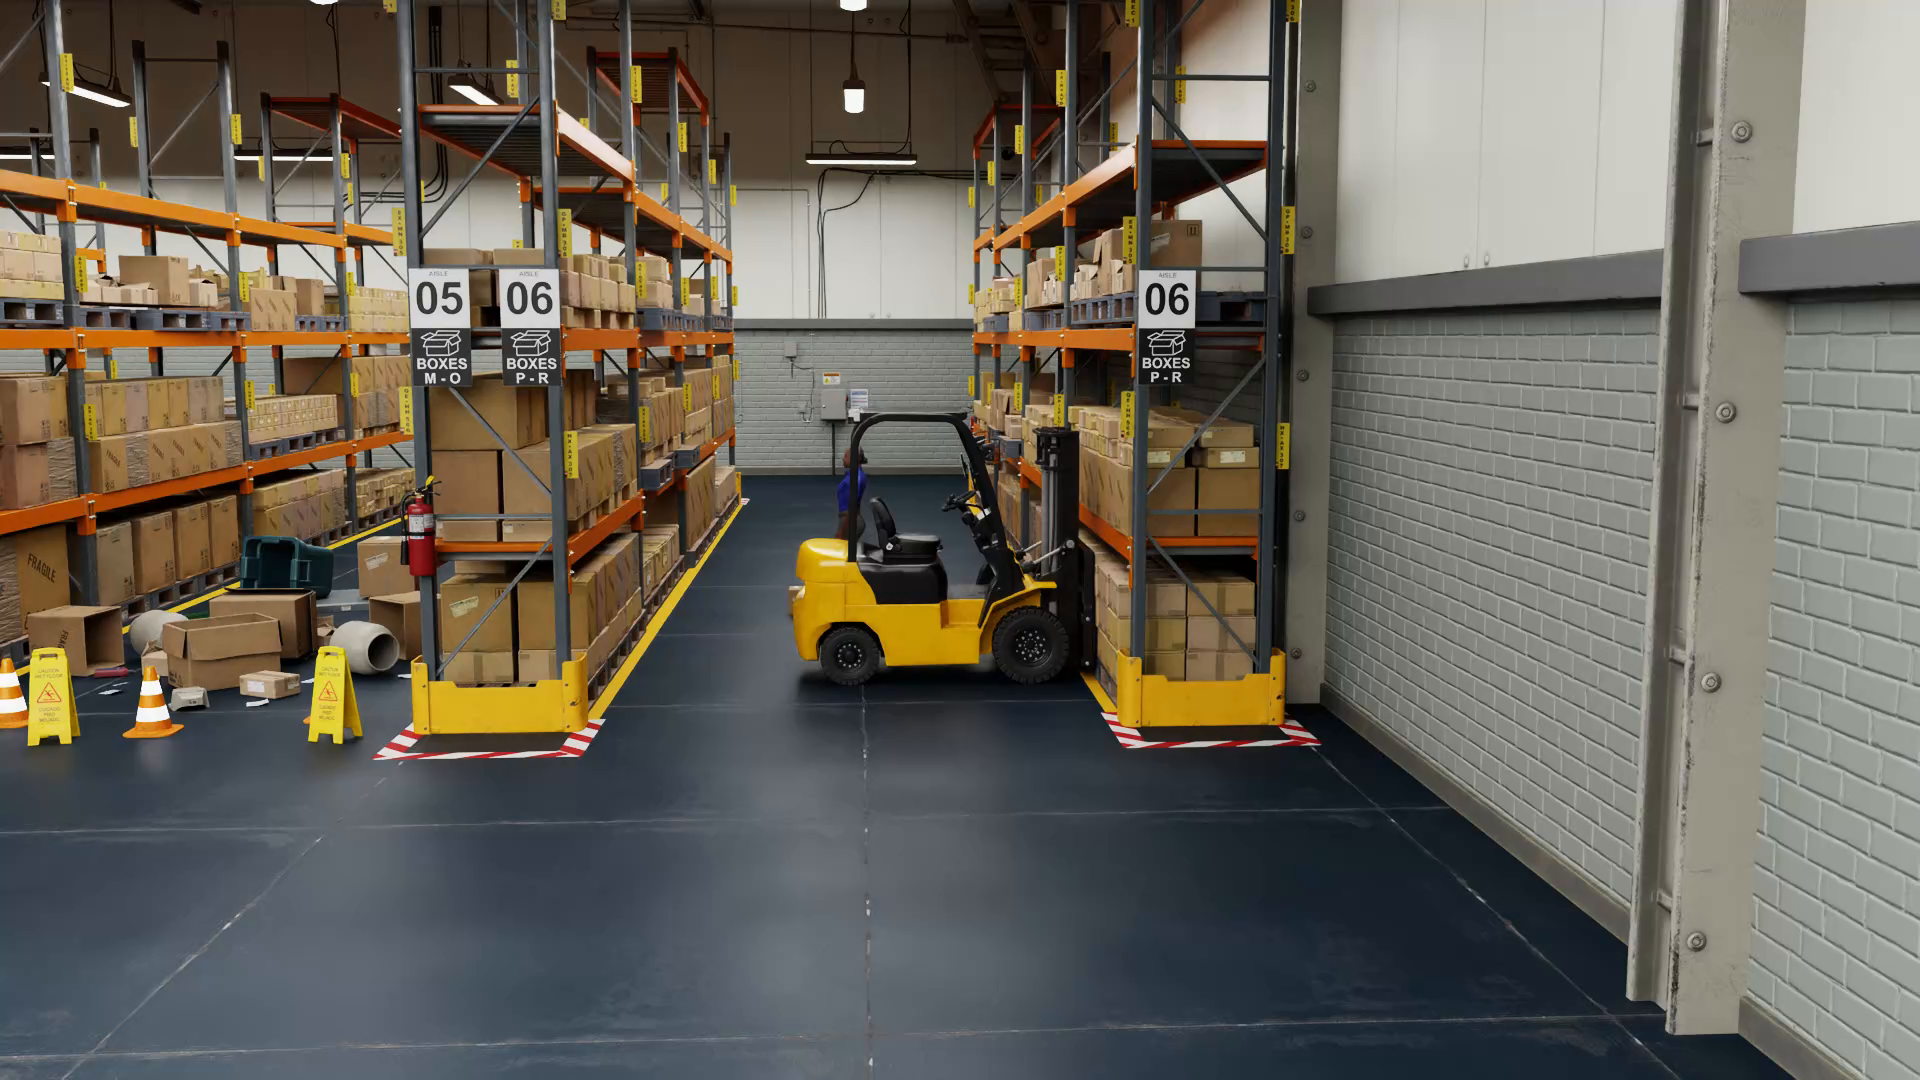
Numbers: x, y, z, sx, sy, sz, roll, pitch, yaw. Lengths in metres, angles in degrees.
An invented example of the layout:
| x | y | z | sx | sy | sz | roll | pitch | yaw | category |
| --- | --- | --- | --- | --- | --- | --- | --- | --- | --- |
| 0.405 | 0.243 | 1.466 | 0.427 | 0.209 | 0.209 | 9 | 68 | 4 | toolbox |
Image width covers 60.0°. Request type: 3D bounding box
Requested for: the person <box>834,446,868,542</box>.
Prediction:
| x | y | z | sx | sy | sz | roll | pitch | yaw | category |
| --- | --- | --- | --- | --- | --- | --- | --- | --- | --- |
| -1.124 | -0.121 | 16.569 | 0.551 | 1.655 | 0.490 | 1 | 7 | 5 | person |
